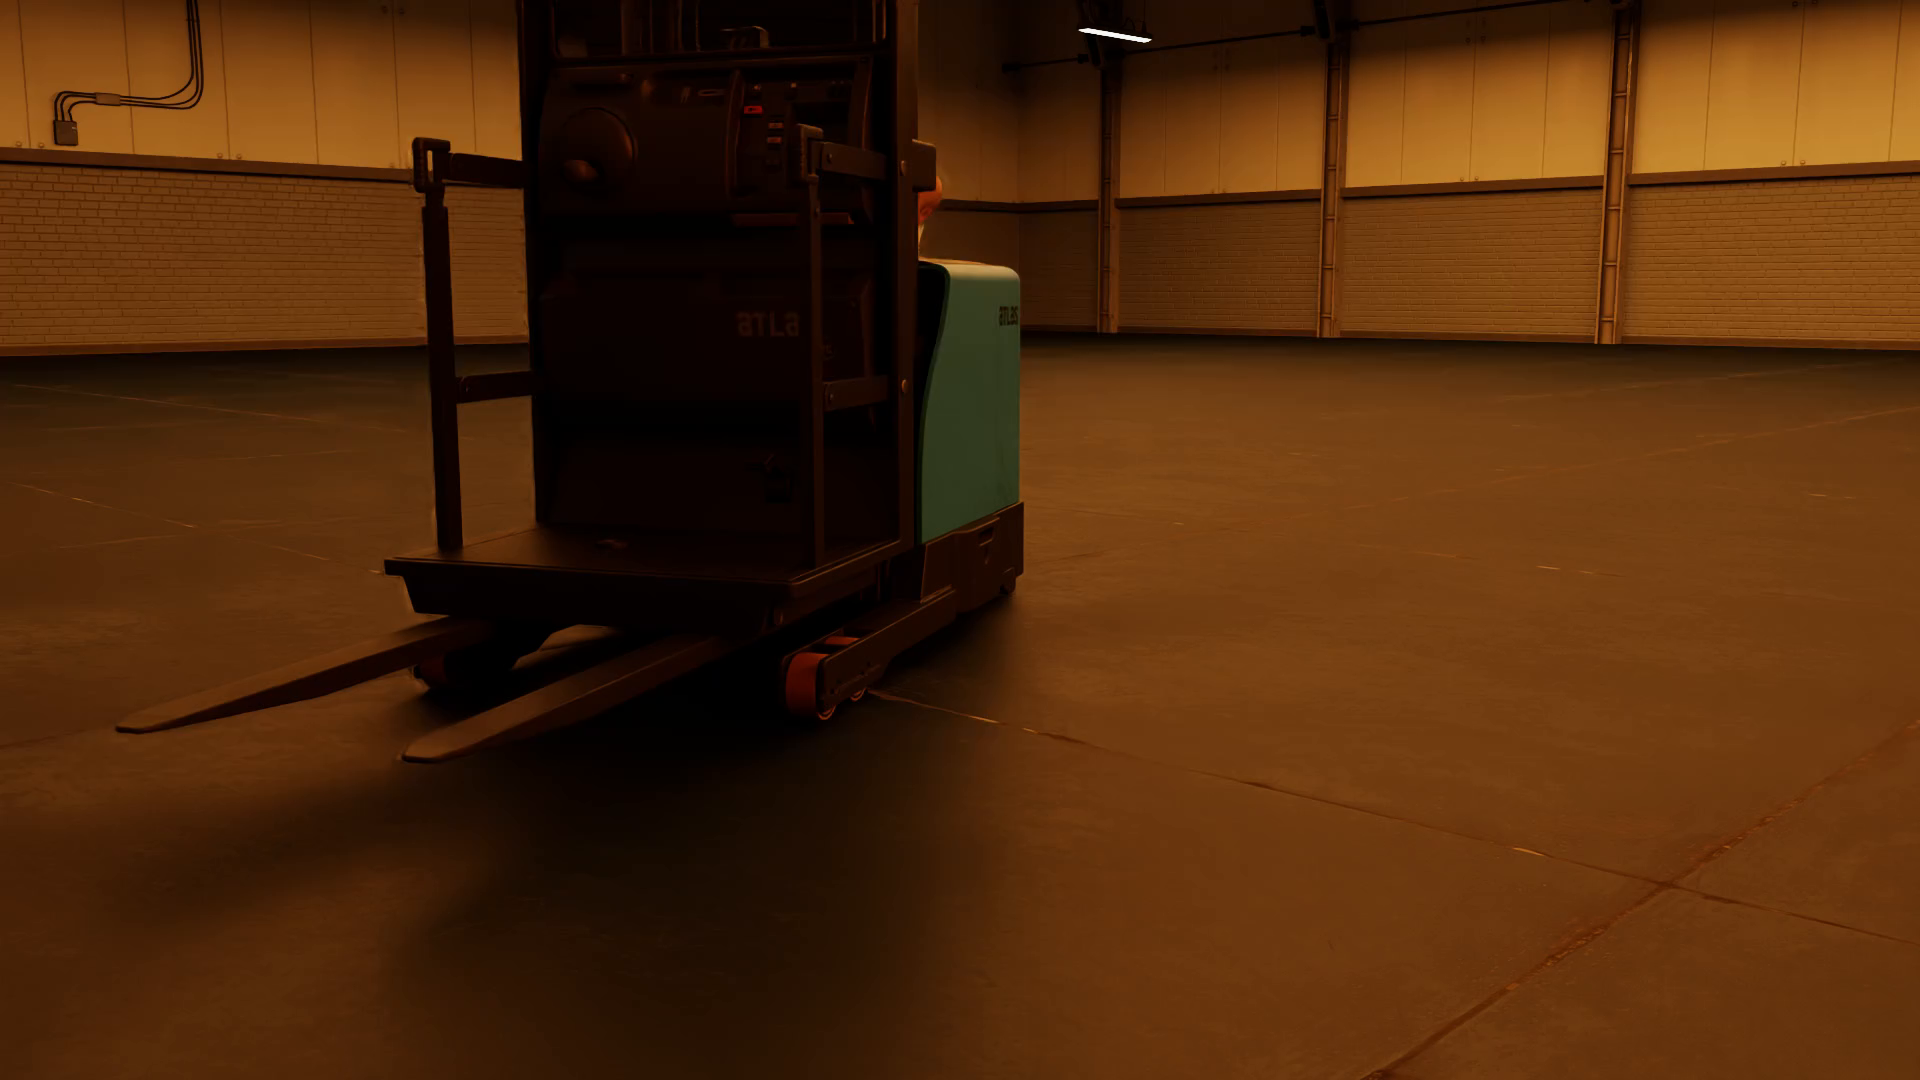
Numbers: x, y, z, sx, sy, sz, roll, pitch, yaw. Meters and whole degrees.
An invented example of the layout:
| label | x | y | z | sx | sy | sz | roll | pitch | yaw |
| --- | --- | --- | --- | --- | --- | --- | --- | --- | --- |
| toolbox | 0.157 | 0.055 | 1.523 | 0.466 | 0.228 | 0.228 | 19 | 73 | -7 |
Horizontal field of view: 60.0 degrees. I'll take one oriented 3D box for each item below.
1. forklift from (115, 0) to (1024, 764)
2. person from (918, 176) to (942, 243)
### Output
| label | x | y | z | sx | sy | sz | roll | pitch | yaw |
| --- | --- | --- | --- | --- | --- | --- | --- | --- | --- |
| forklift | -0.731 | -1.091 | 4.116 | 1.130 | 2.935 | 3.031 | 3 | 9 | 18 |
| person | -0.468 | -0.880 | 6.832 | 0.701 | 1.690 | 1.092 | -1 | 9 | -7 |
